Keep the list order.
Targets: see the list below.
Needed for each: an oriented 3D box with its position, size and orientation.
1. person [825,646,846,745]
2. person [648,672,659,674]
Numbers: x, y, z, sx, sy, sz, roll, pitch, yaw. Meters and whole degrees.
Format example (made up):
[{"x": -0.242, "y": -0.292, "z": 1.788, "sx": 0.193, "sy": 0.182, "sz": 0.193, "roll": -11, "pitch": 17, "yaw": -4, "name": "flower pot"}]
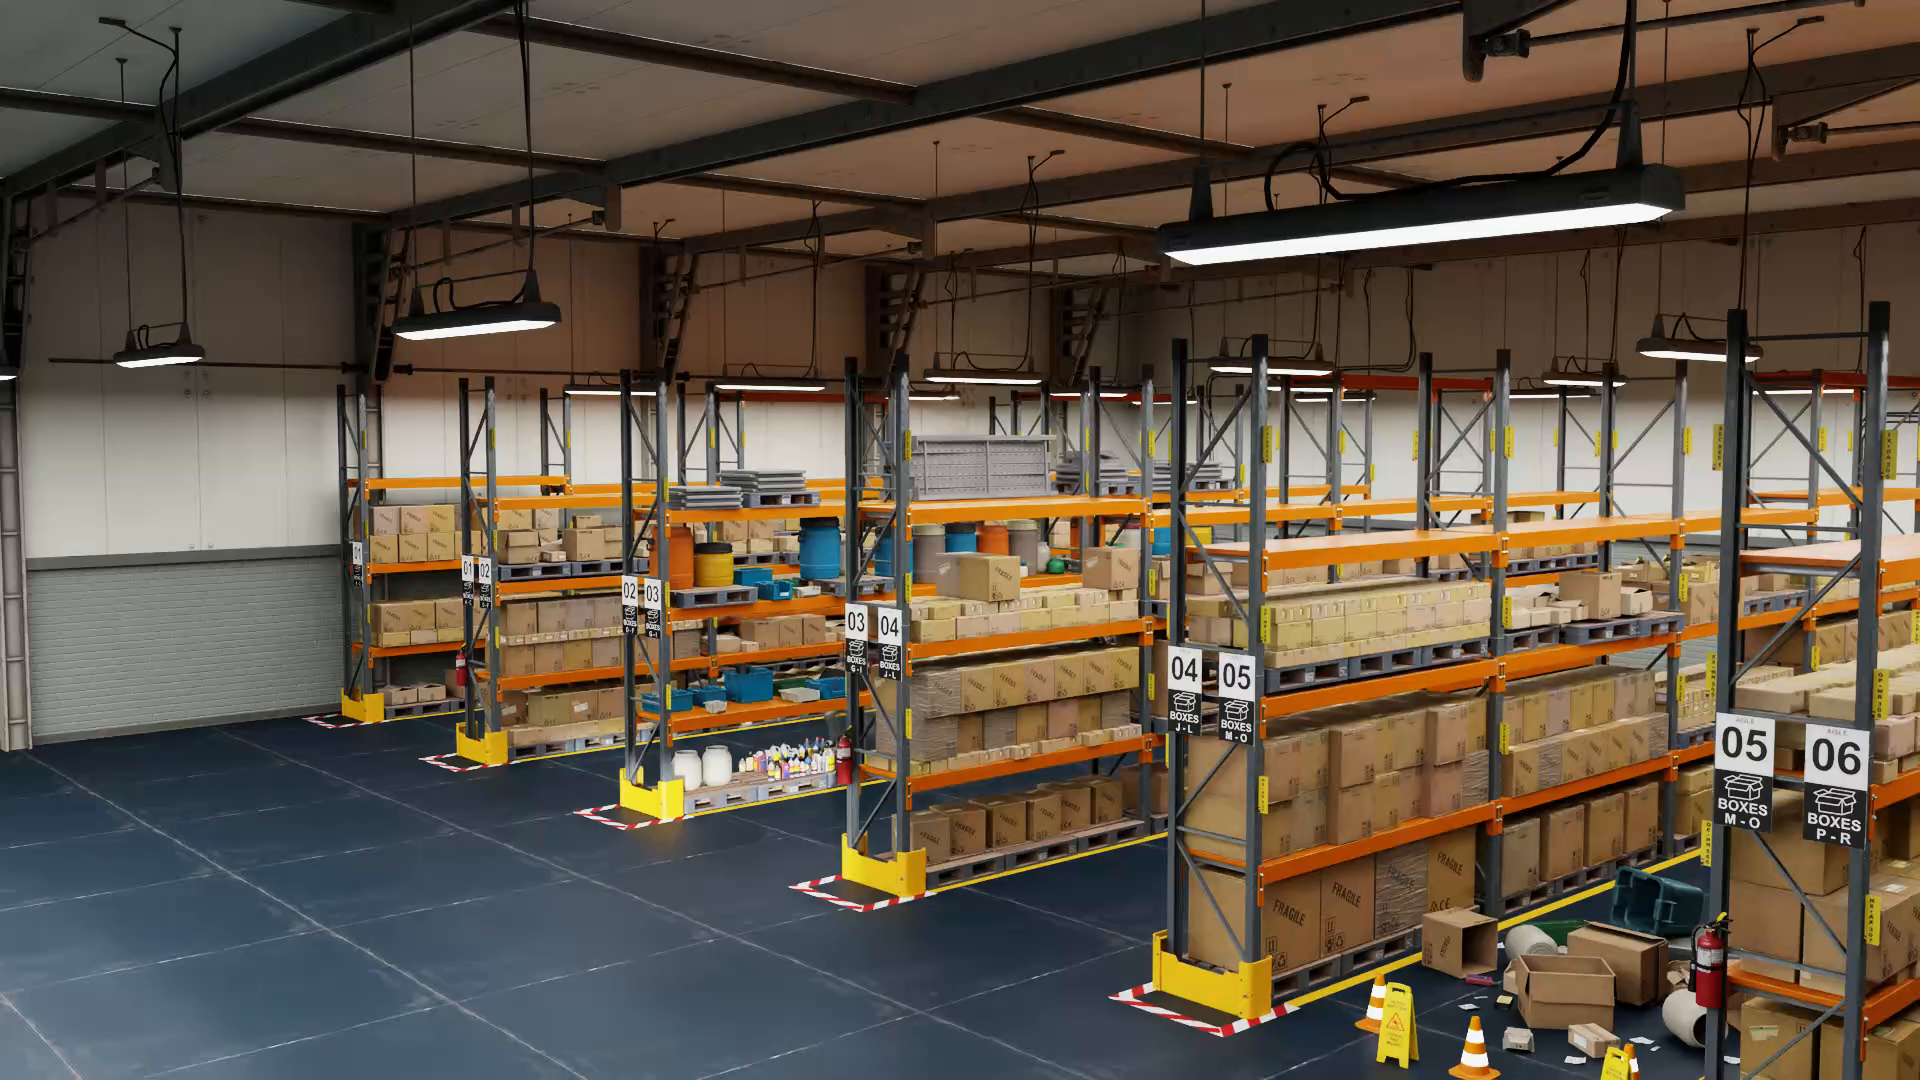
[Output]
[{"x": -1.875, "y": 2.564, "z": 26.928, "sx": 0.531, "sy": 1.719, "sz": 0.738, "roll": 3, "pitch": 5, "yaw": 41, "name": "person"}, {"x": -5.515, "y": 2.341, "z": 30.101, "sx": 0.640, "sy": 1.738, "sz": 0.669, "roll": 3, "pitch": 5, "yaw": 41, "name": "person"}]
